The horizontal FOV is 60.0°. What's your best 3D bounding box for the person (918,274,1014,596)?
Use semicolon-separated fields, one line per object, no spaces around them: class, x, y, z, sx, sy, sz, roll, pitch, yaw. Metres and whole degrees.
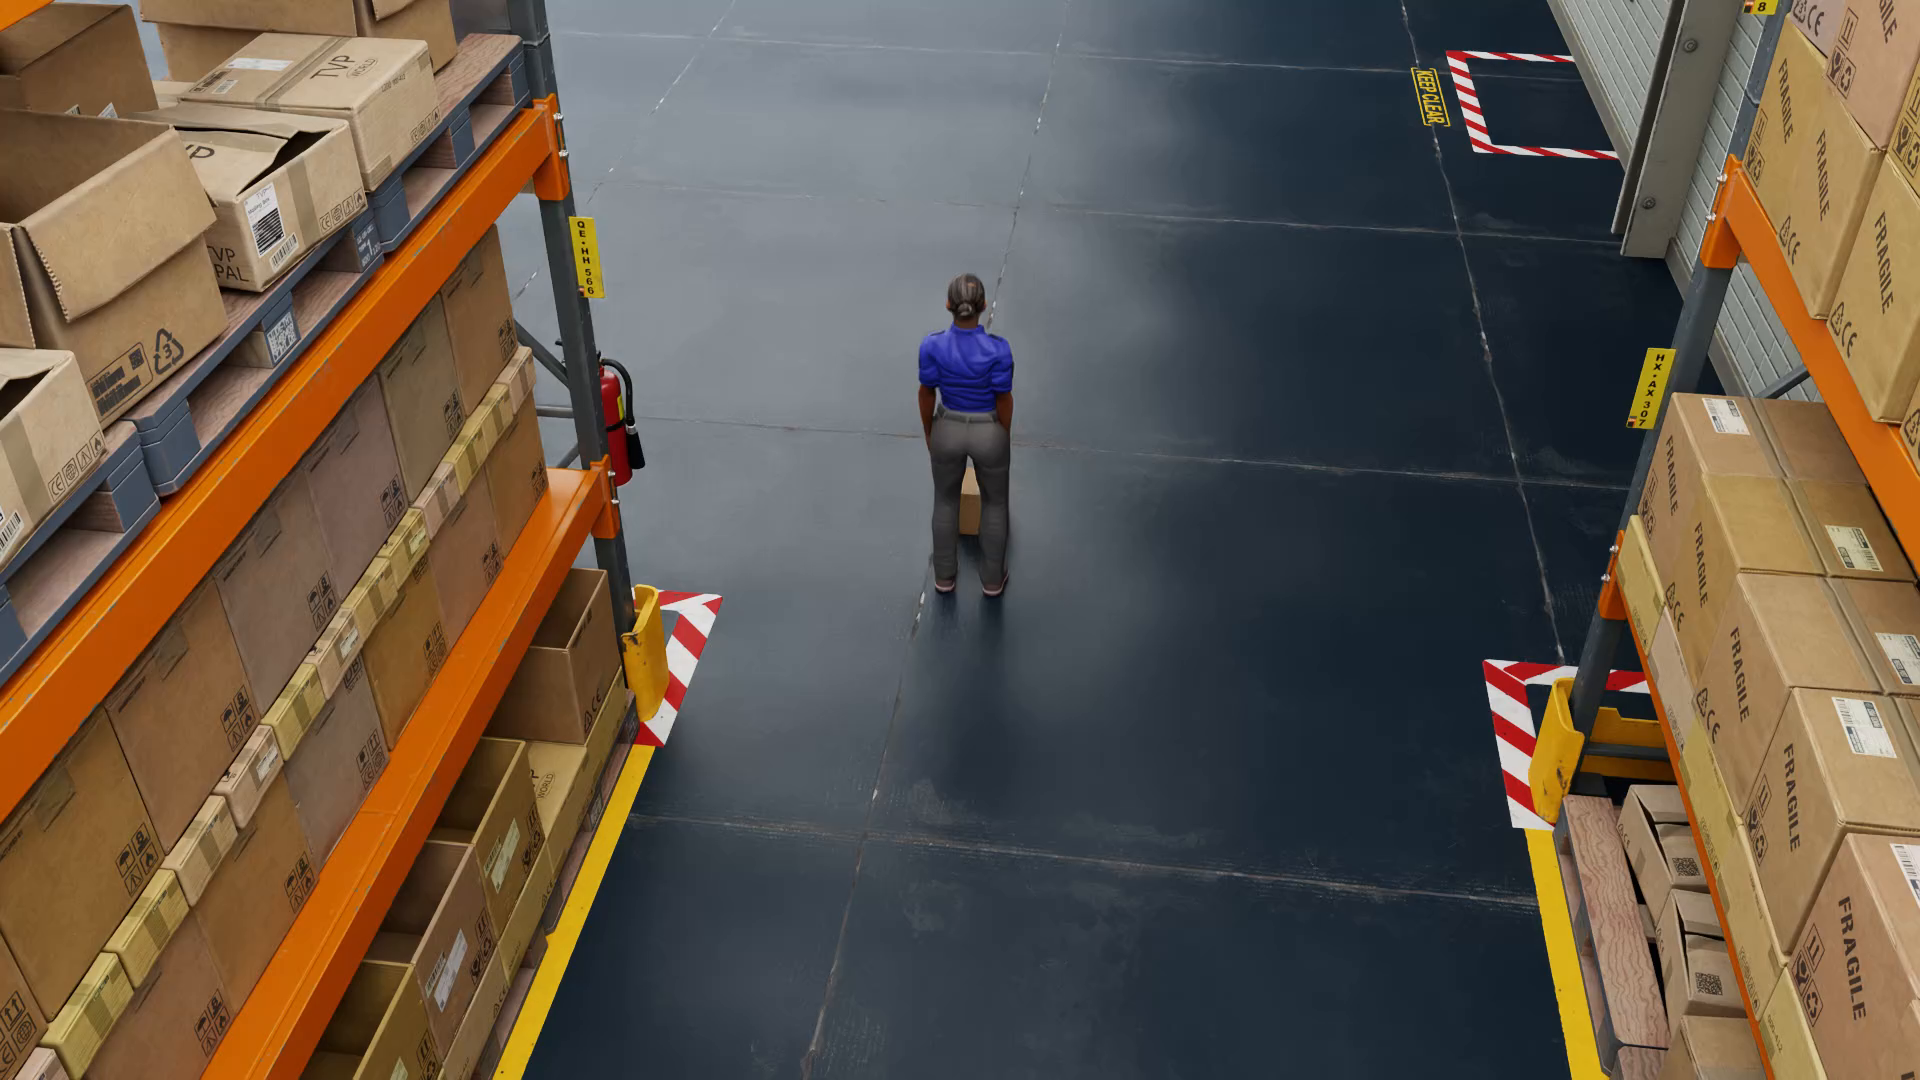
person;0.028;-0.471;7.695;0.440;1.651;0.304;5;37;7
